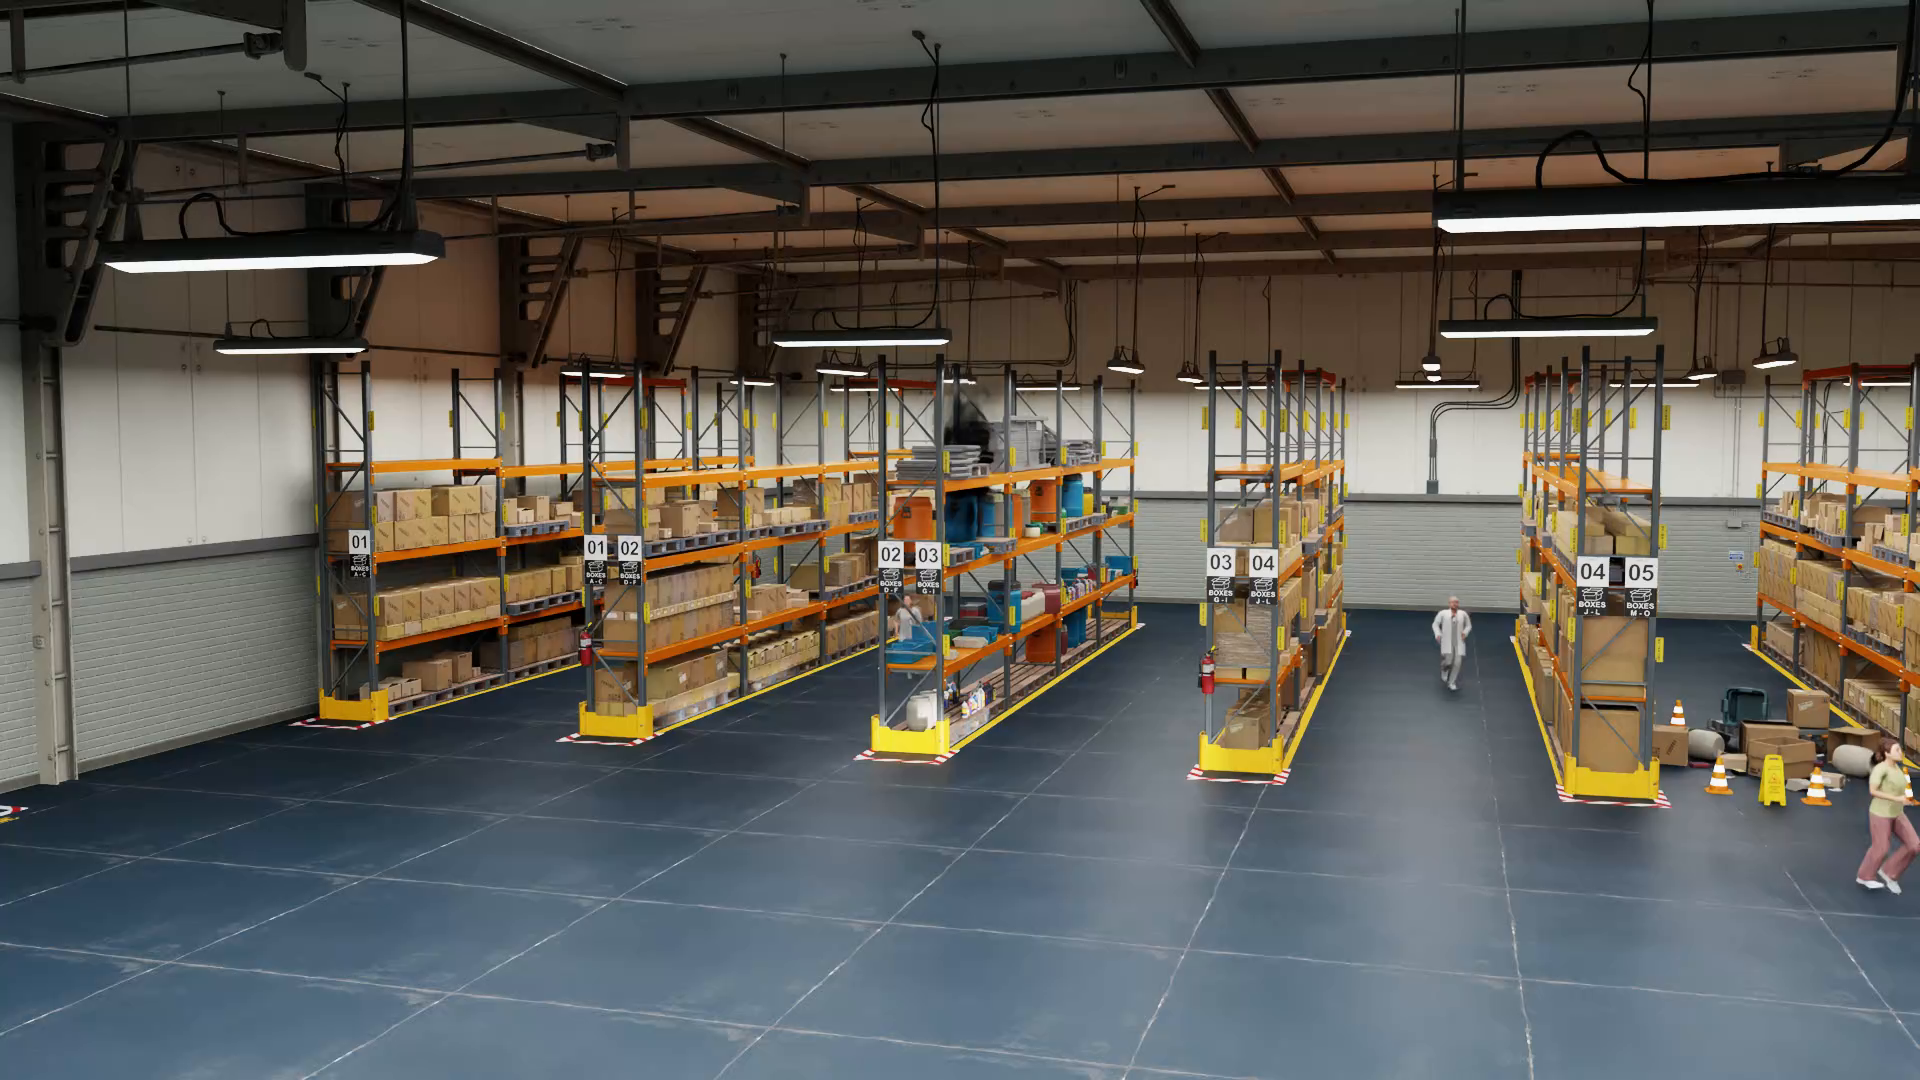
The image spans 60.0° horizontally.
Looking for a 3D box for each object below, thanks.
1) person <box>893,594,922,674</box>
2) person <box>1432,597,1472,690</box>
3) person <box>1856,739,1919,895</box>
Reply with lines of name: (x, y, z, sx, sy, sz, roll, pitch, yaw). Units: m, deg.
person: (-1.013, 1.813, 31.816, 0.563, 1.564, 0.725, 1, 4, 8)
person: (9.206, 1.923, 31.074, 0.710, 1.733, 0.638, 0, 4, 6)
person: (9.803, 2.926, 17.569, 0.571, 1.662, 0.652, -2, 5, -27)
